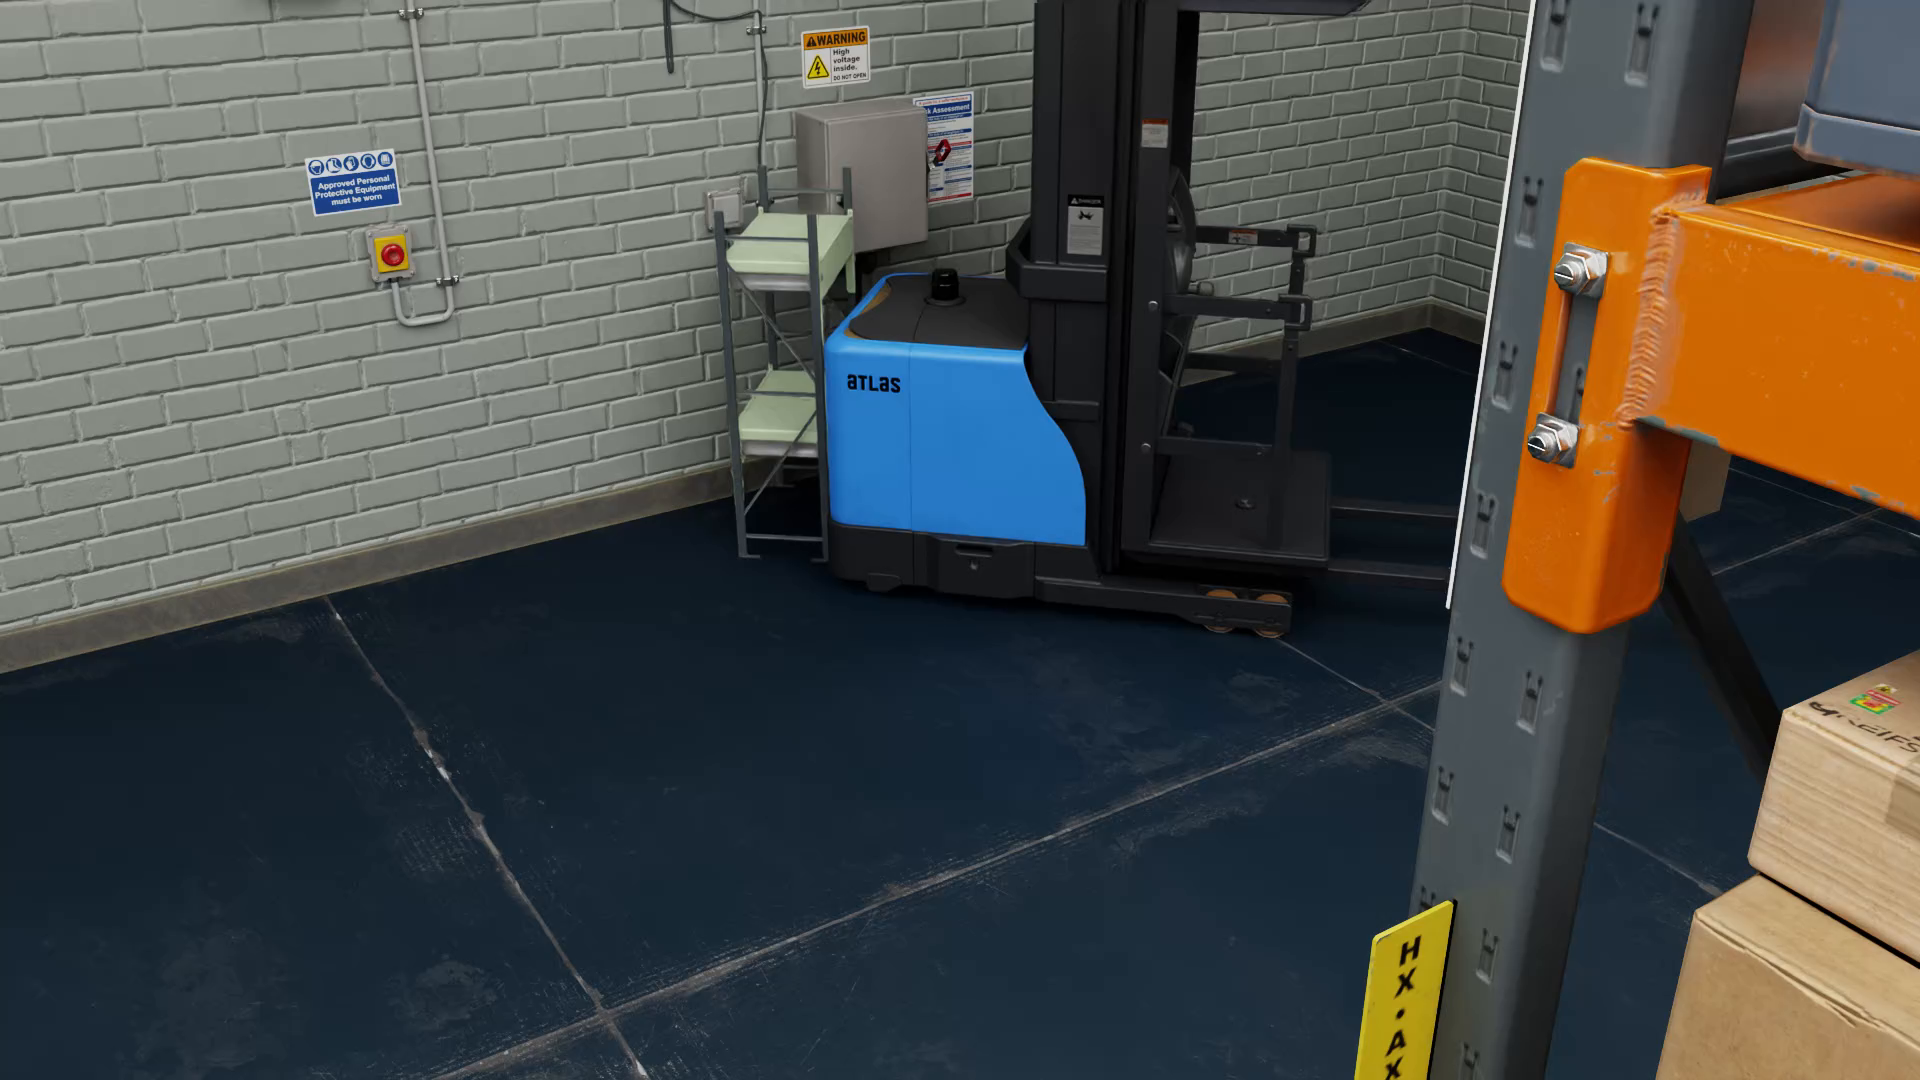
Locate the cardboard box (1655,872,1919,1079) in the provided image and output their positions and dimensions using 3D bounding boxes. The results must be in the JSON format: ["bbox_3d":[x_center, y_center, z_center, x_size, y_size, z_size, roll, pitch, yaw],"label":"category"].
[{"bbox_3d":[0.906,0.534,1.318,0.500,0.500,0.500,-16,30,-31],"label":"cardboard box"}]

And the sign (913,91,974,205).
[{"bbox_3d":[-0.075,-1.802,7.665,0.329,0.494,0.001,-16,29,-30],"label":"sign"}]

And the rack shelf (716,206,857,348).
[{"bbox_3d":[-0.704,-1.101,6.891,0.431,0.370,0.720,3,27,6],"label":"rack shelf"}]

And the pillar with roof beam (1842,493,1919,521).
[{"bbox_3d":[0.715,-3.249,3.592,9.100,9.000,0.400,-16,29,-30],"label":"pillar with roof beam"}]

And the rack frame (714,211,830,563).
[{"bbox_3d":[-0.747,-0.589,6.739,0.400,1.500,0.023,3,27,6],"label":"rack frame"}]

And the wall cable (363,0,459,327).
[{"bbox_3d":[-2.215,-1.692,6.094,0.585,1.953,0.123,-16,29,-30],"label":"wall cable"}]

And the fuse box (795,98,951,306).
[{"bbox_3d":[-0.376,-1.073,7.519,0.539,1.711,0.414,-16,29,-30],"label":"fuse box"}]

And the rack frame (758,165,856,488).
[{"bbox_3d":[-0.657,-0.913,7.390,0.400,1.500,0.023,3,27,6],"label":"rack frame"}]

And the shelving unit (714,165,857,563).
[{"bbox_3d":[-0.702,-0.751,7.064,0.431,1.500,0.755,3,27,6],"label":"shelving unit"}]

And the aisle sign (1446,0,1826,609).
[{"bbox_3d":[0.600,-0.341,1.413,0.394,0.787,0.004,-16,29,-30],"label":"aisle sign"}]

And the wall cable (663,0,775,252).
[{"bbox_3d":[-1.033,-2.013,6.810,0.588,1.984,0.122,-16,29,-30],"label":"wall cable"}]

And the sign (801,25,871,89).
[{"bbox_3d":[-0.535,-2.091,7.197,0.339,0.242,0.001,-16,29,-30],"label":"sign"}]

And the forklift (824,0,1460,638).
[{"bbox_3d":[1.032,-1.194,6.347,3.031,2.935,1.130,5,26,11],"label":"forklift"}]

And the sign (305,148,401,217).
[{"bbox_3d":[-2.289,-1.351,6.282,0.327,0.218,0.001,-16,29,-30],"label":"sign"}]

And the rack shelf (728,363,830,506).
[{"bbox_3d":[-0.700,-0.459,7.209,0.431,0.370,0.720,3,27,6],"label":"rack shelf"}]

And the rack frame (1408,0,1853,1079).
[{"bbox_3d":[0.885,0.792,2.058,0.949,2.616,0.053,-16,29,-30],"label":"rack frame"}]

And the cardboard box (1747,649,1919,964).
[{"bbox_3d":[0.844,0.194,1.278,0.380,0.149,0.250,-15,29,-29],"label":"cardboard box"}]

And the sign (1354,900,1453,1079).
[{"bbox_3d":[0.414,0.493,1.586,0.100,0.325,0.005,-16,29,-30],"label":"sign"}]

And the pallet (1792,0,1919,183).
[{"bbox_3d":[1.296,-0.261,0.878,1.003,0.211,1.213,-16,29,-30],"label":"pallet"}]
